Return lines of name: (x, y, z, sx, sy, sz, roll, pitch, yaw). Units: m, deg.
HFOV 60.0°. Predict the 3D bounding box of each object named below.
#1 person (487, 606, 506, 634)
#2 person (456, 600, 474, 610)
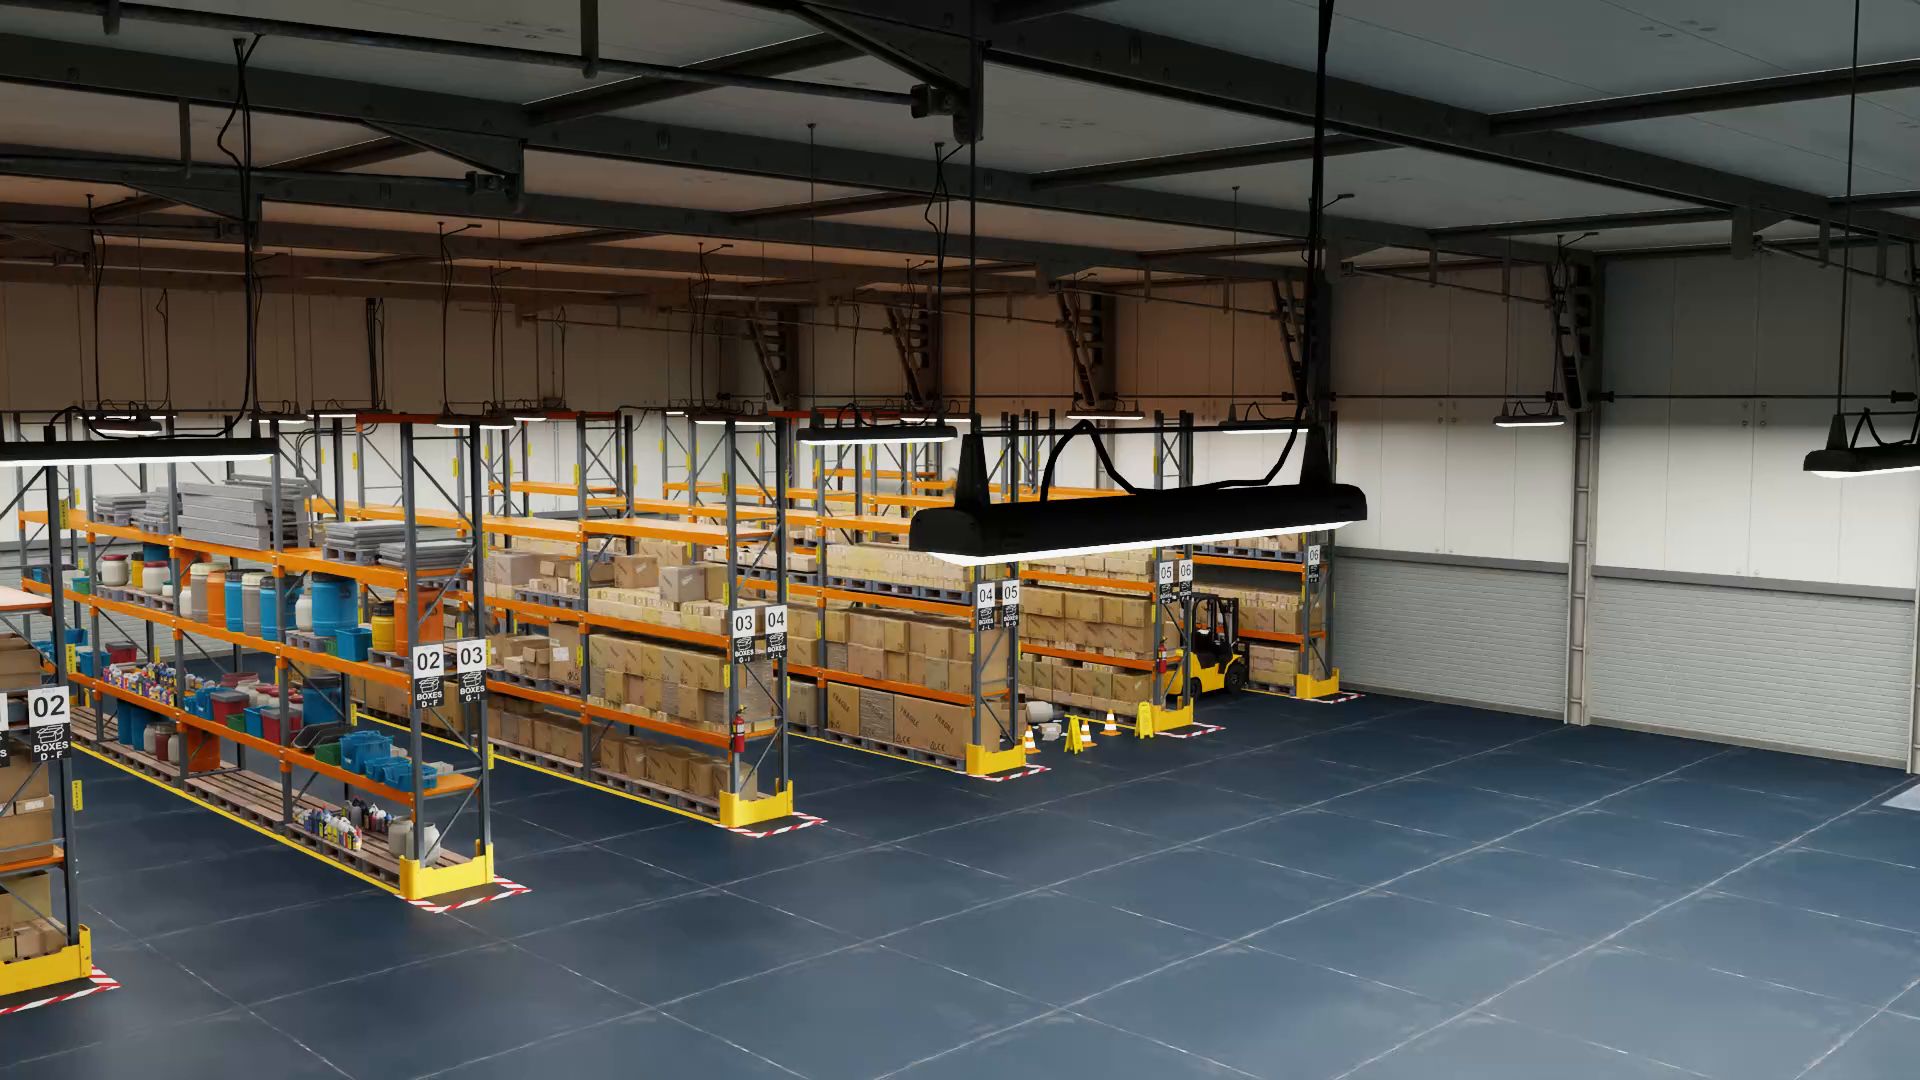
person: (-11.322, 1.949, 40.782, 0.616, 1.659, 0.705, 4, 6, 39)
person: (-12.021, 1.970, 40.583, 0.580, 1.706, 0.910, -1, 5, -6)
